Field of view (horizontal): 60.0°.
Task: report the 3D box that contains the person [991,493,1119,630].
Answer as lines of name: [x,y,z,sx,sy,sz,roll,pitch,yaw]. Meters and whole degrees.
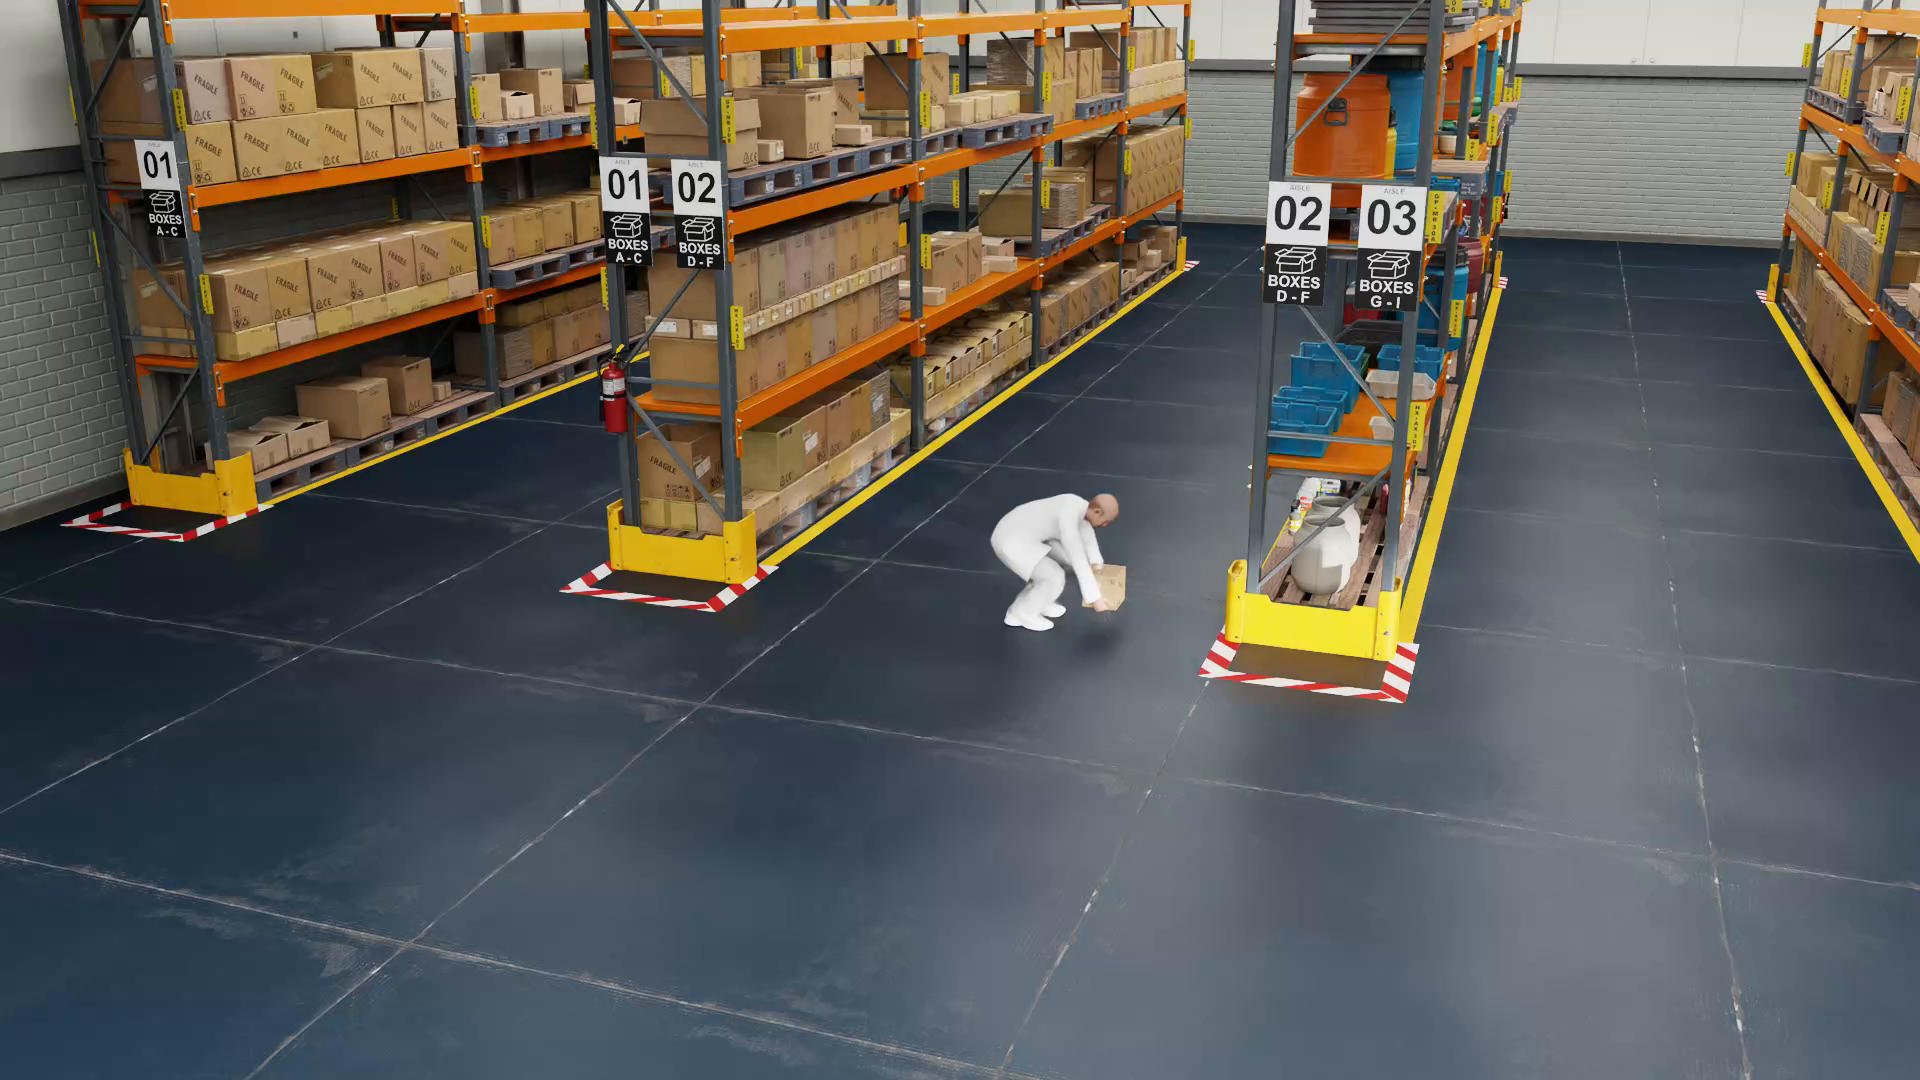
person: [0.688,0.129,11.928,0.942,1.003,0.589,6,19,16]
